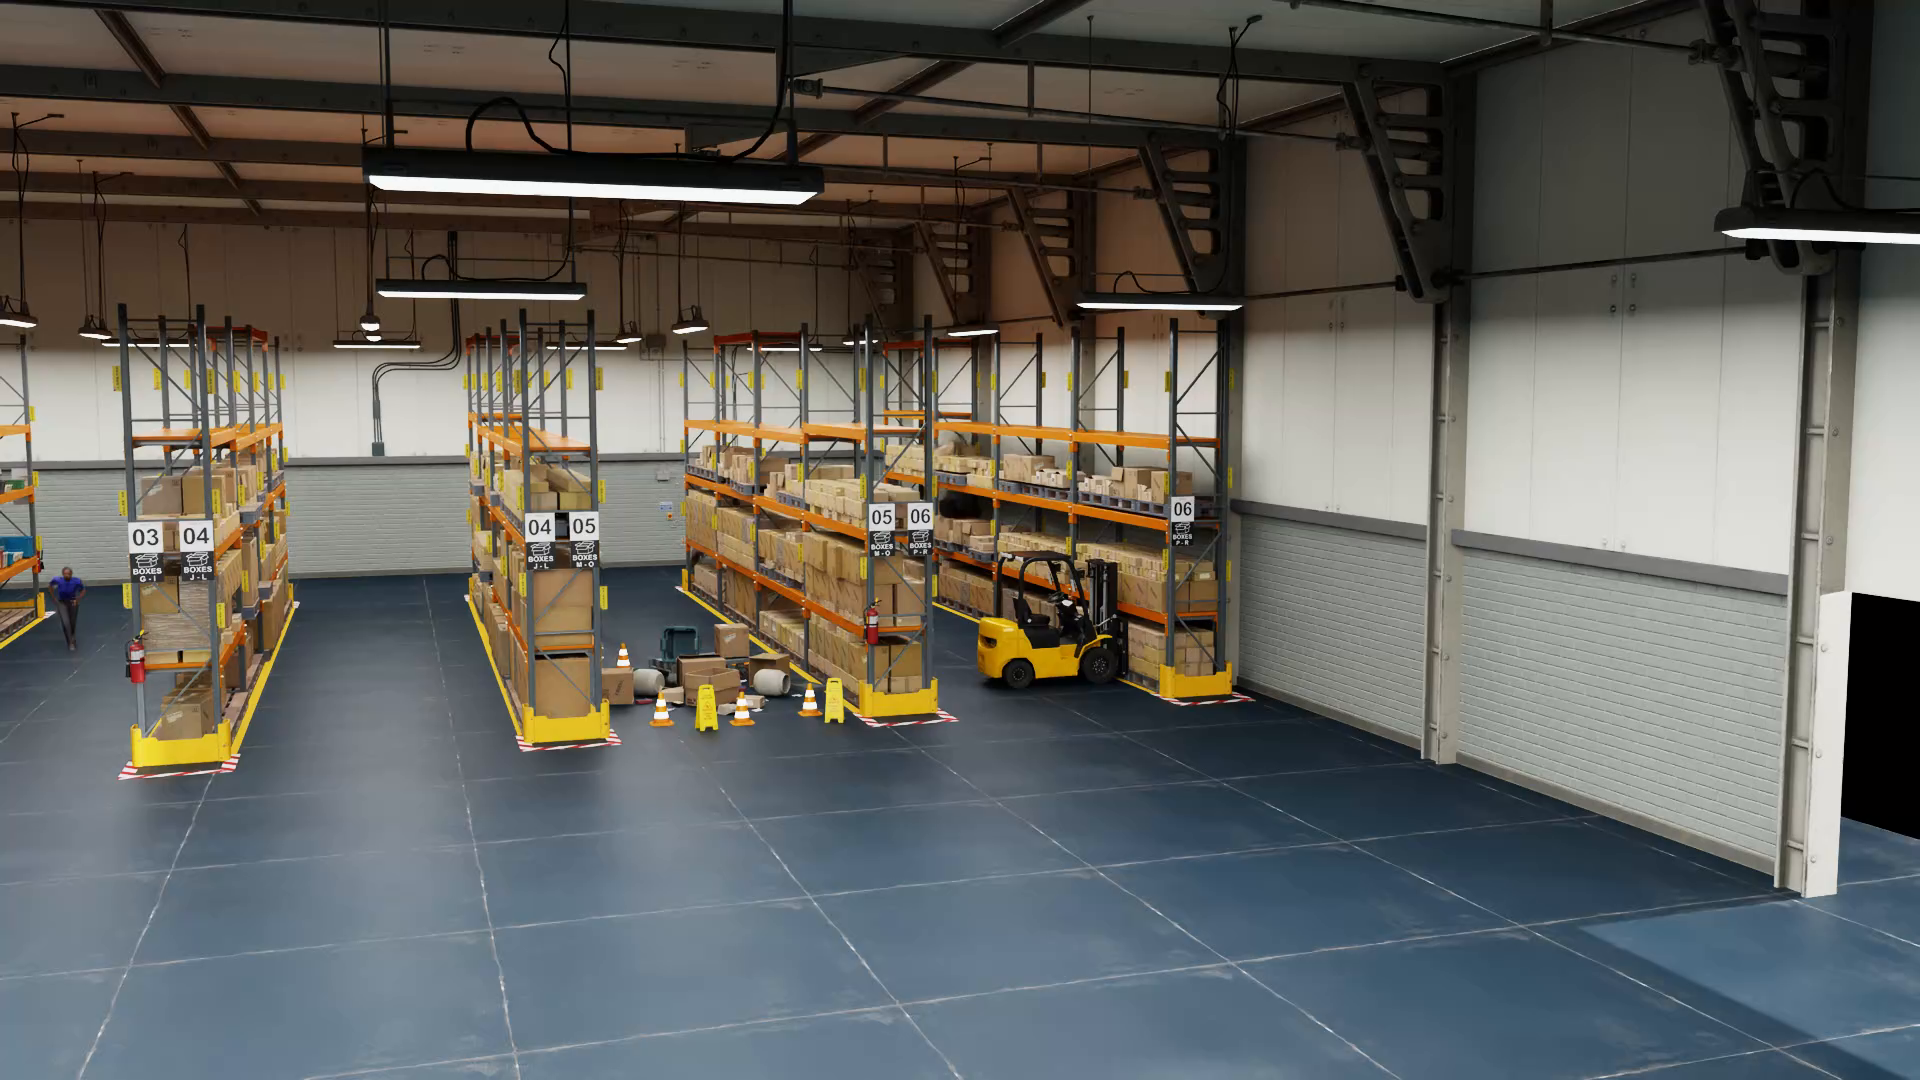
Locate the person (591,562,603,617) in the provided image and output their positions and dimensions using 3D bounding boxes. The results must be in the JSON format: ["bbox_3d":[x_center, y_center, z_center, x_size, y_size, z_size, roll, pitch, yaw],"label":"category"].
[{"bbox_3d":[-7.758,0.895,34.658,0.639,1.723,0.797,-3,6,-26],"label":"person"}]

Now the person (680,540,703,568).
[{"bbox_3d":[-6.618,0.244,41.535,0.715,1.642,0.690,-3,6,-27],"label":"person"}]

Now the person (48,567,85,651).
[{"bbox_3d":[-16.812,1.271,31.352,0.611,1.616,0.964,-3,6,-25],"label":"person"}]
